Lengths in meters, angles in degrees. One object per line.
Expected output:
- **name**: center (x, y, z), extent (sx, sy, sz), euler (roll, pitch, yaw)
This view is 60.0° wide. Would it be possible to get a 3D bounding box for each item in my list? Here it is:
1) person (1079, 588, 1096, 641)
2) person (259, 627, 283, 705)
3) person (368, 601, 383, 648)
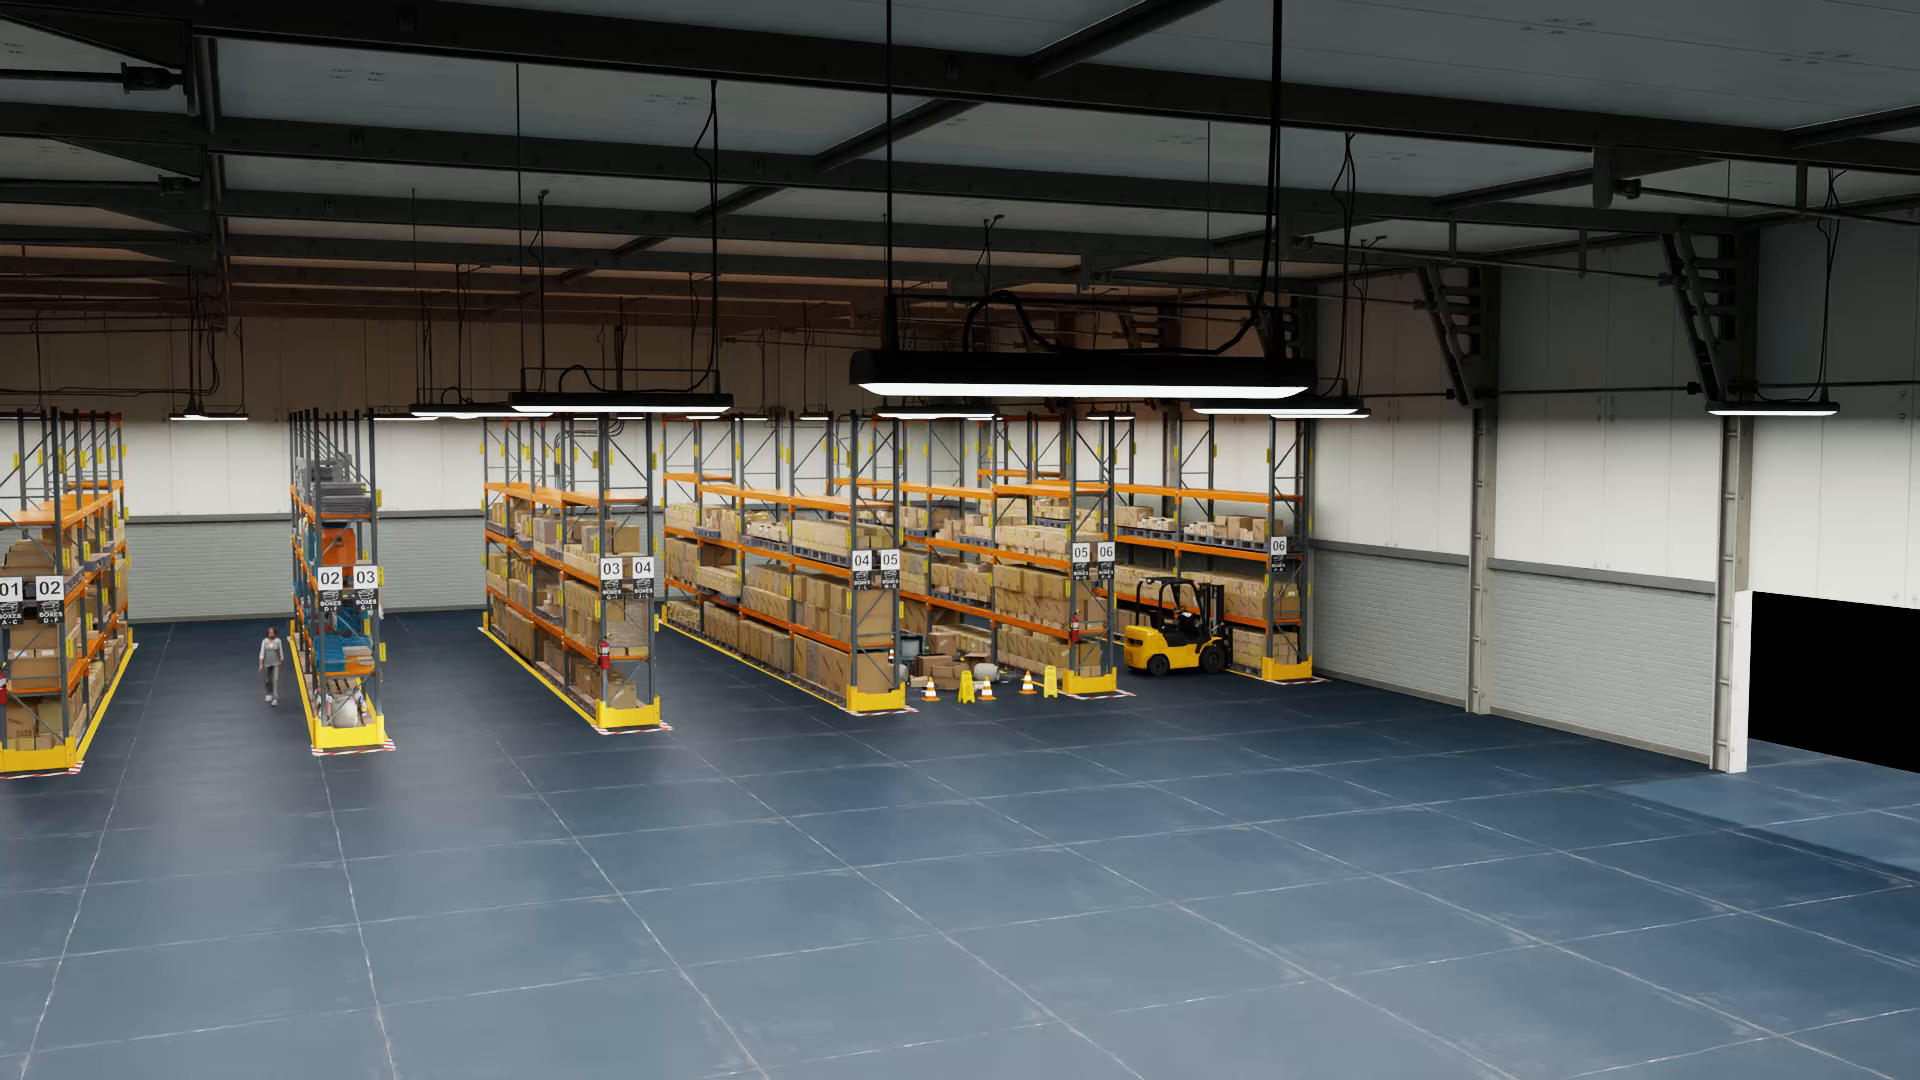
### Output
- **person**: center (3.170, 1.882, 40.812), extent (0.418, 1.486, 0.652), euler (-2, 5, -28)
- **person**: center (-14.039, 2.563, 33.907), extent (0.434, 1.560, 0.777), euler (-1, 4, -18)
- **person**: center (-15.045, 1.912, 42.443), extent (0.576, 1.619, 1.051), euler (-3, 5, -32)
